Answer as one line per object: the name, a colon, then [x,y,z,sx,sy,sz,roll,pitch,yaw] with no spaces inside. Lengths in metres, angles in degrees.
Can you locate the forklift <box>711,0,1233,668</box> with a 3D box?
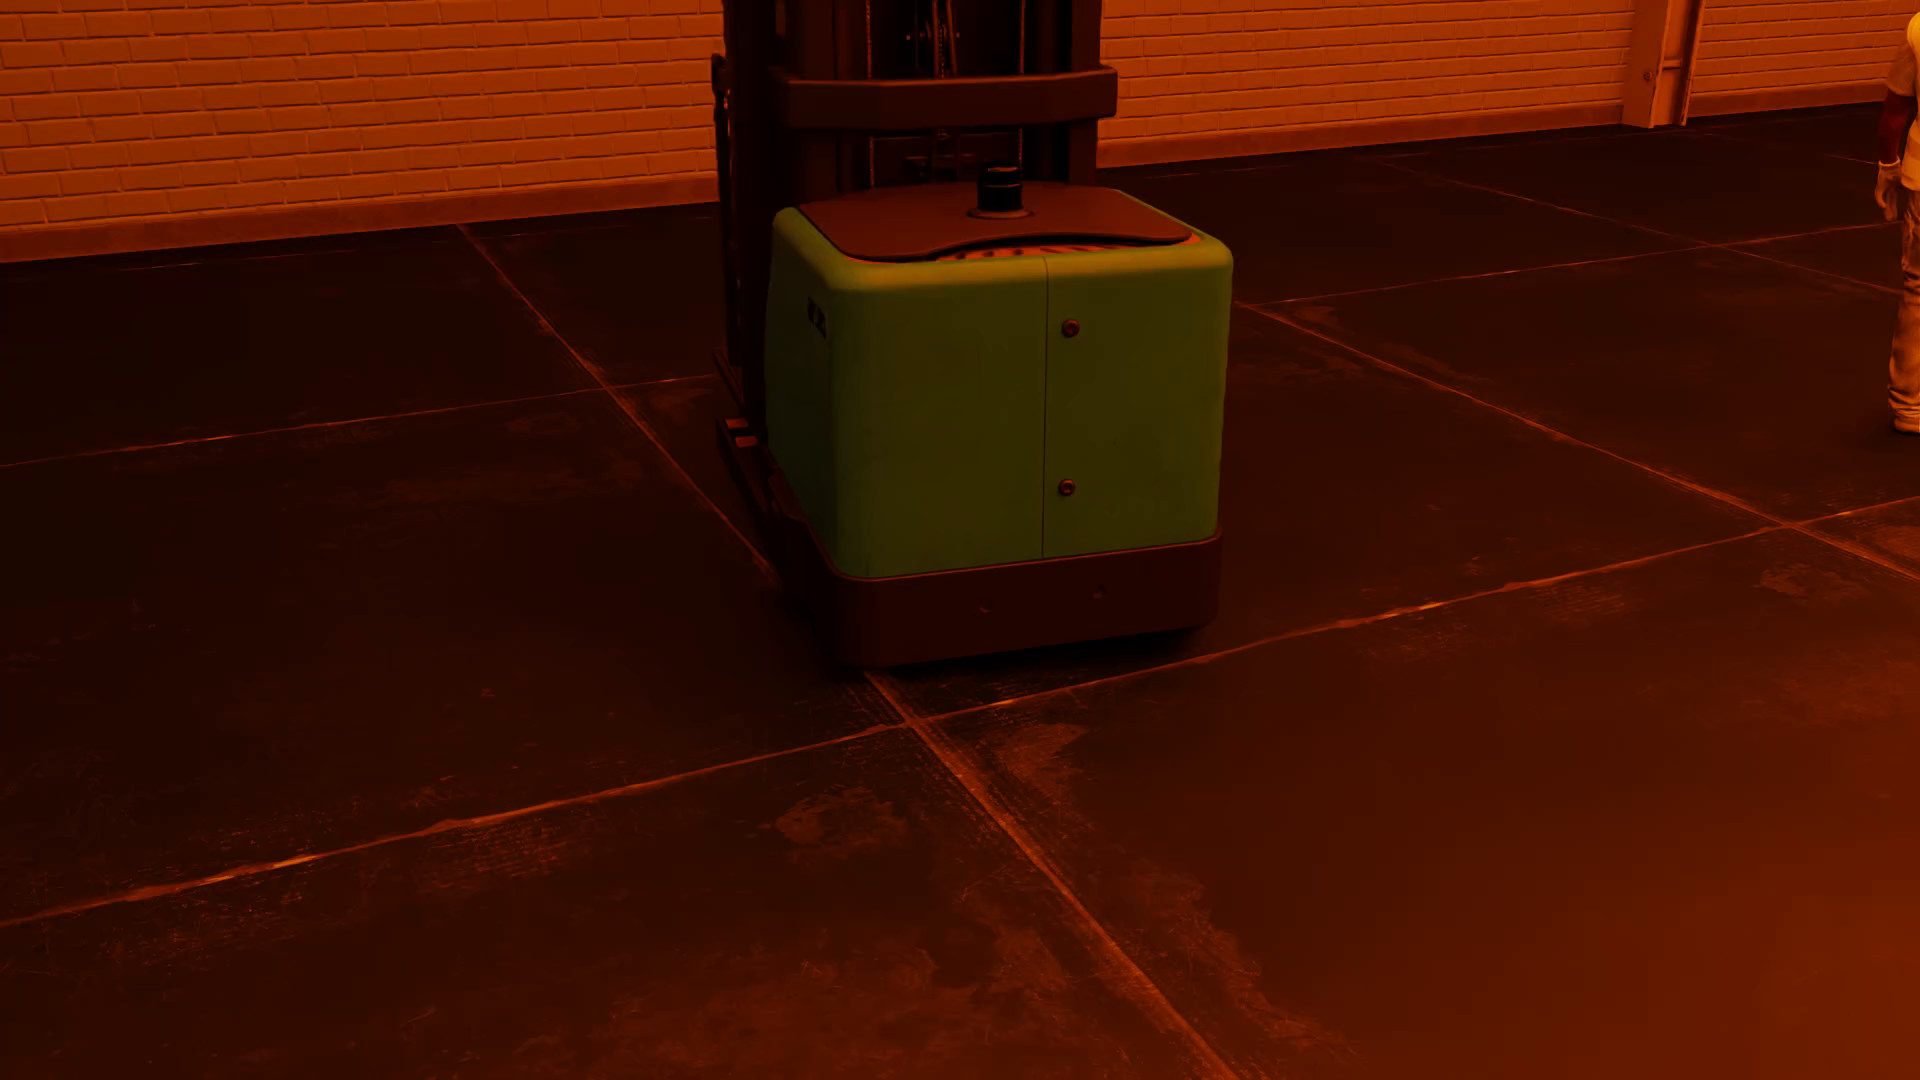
forklift: [-0.211,-1.571,5.068,1.130,2.935,3.031,-6,23,-15]

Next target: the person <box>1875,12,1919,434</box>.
person: [3.529,-1.239,5.746,0.577,1.782,0.655,-17,28,-35]
